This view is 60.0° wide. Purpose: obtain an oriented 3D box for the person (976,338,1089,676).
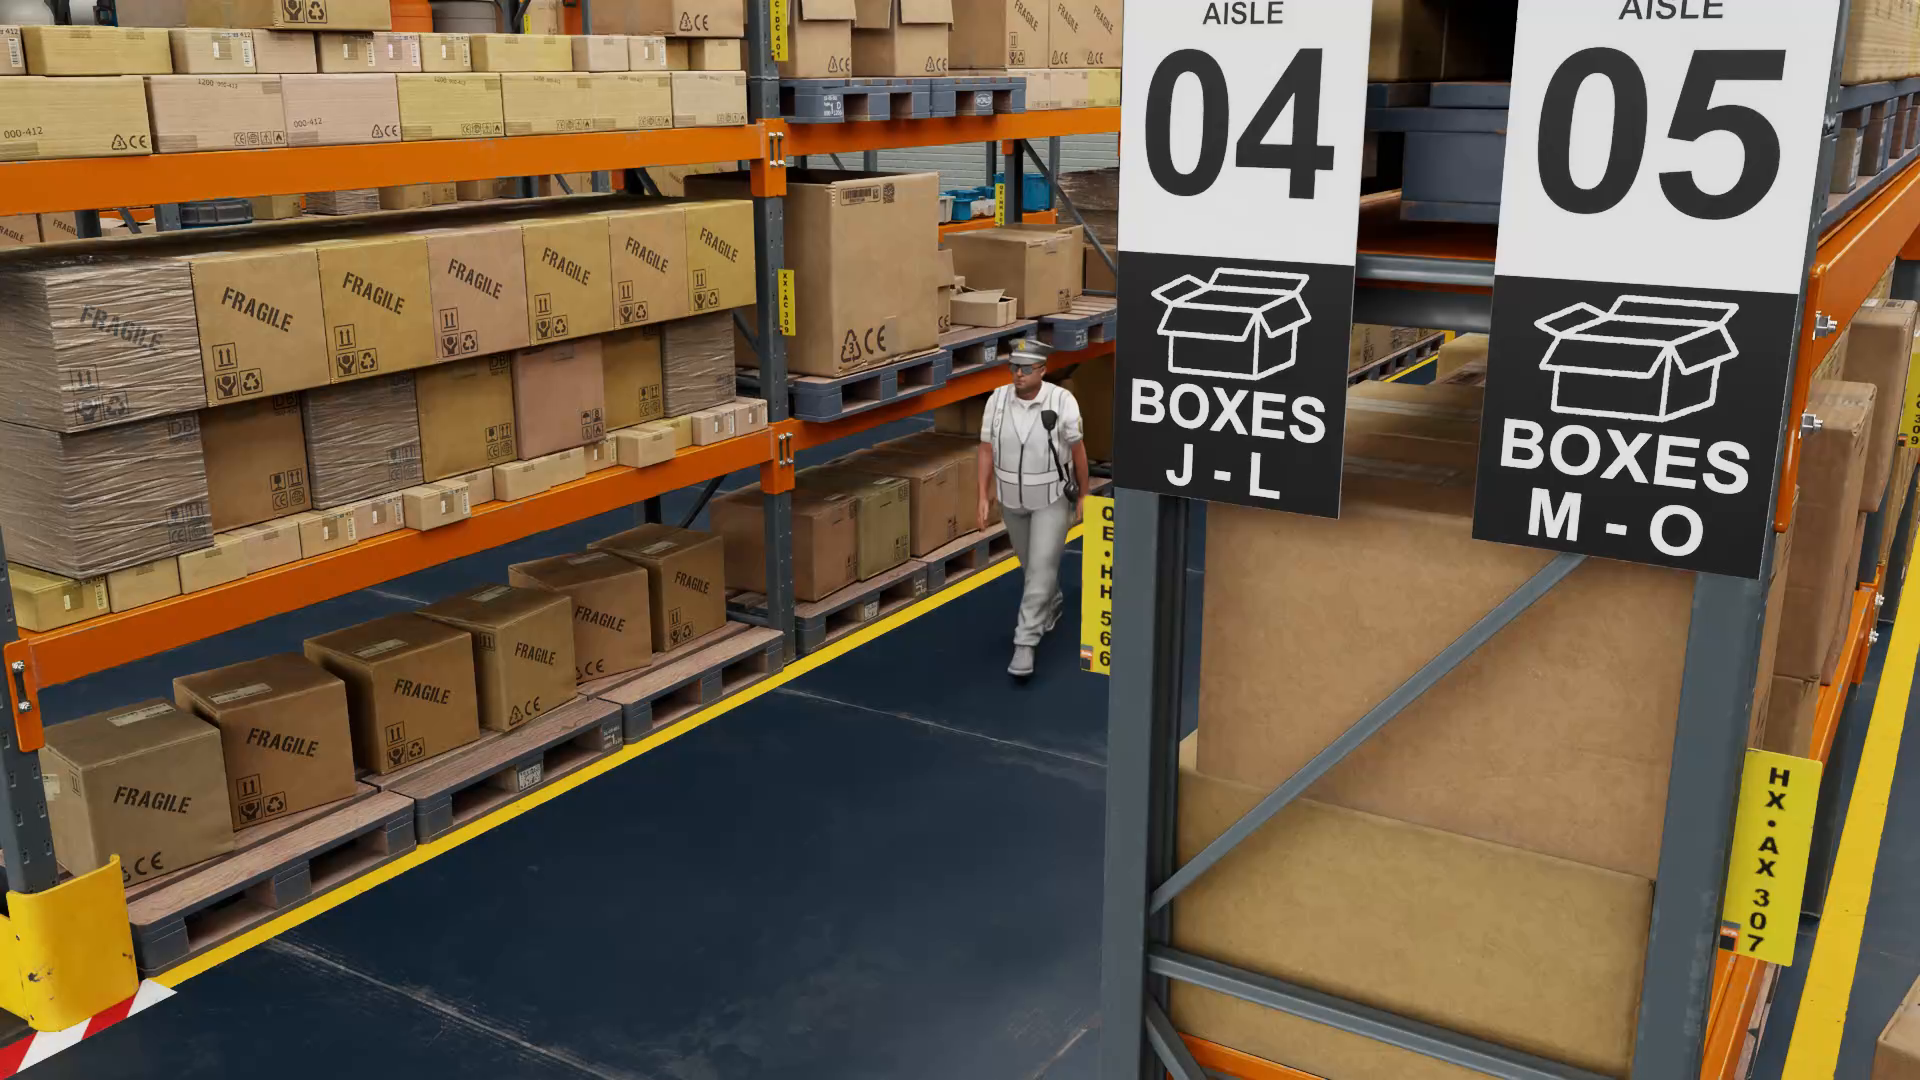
[{"bbox_3d":[0.357,-0.238,8.805,0.570,1.698,1.025,8,18,25],"label":"person"}]
